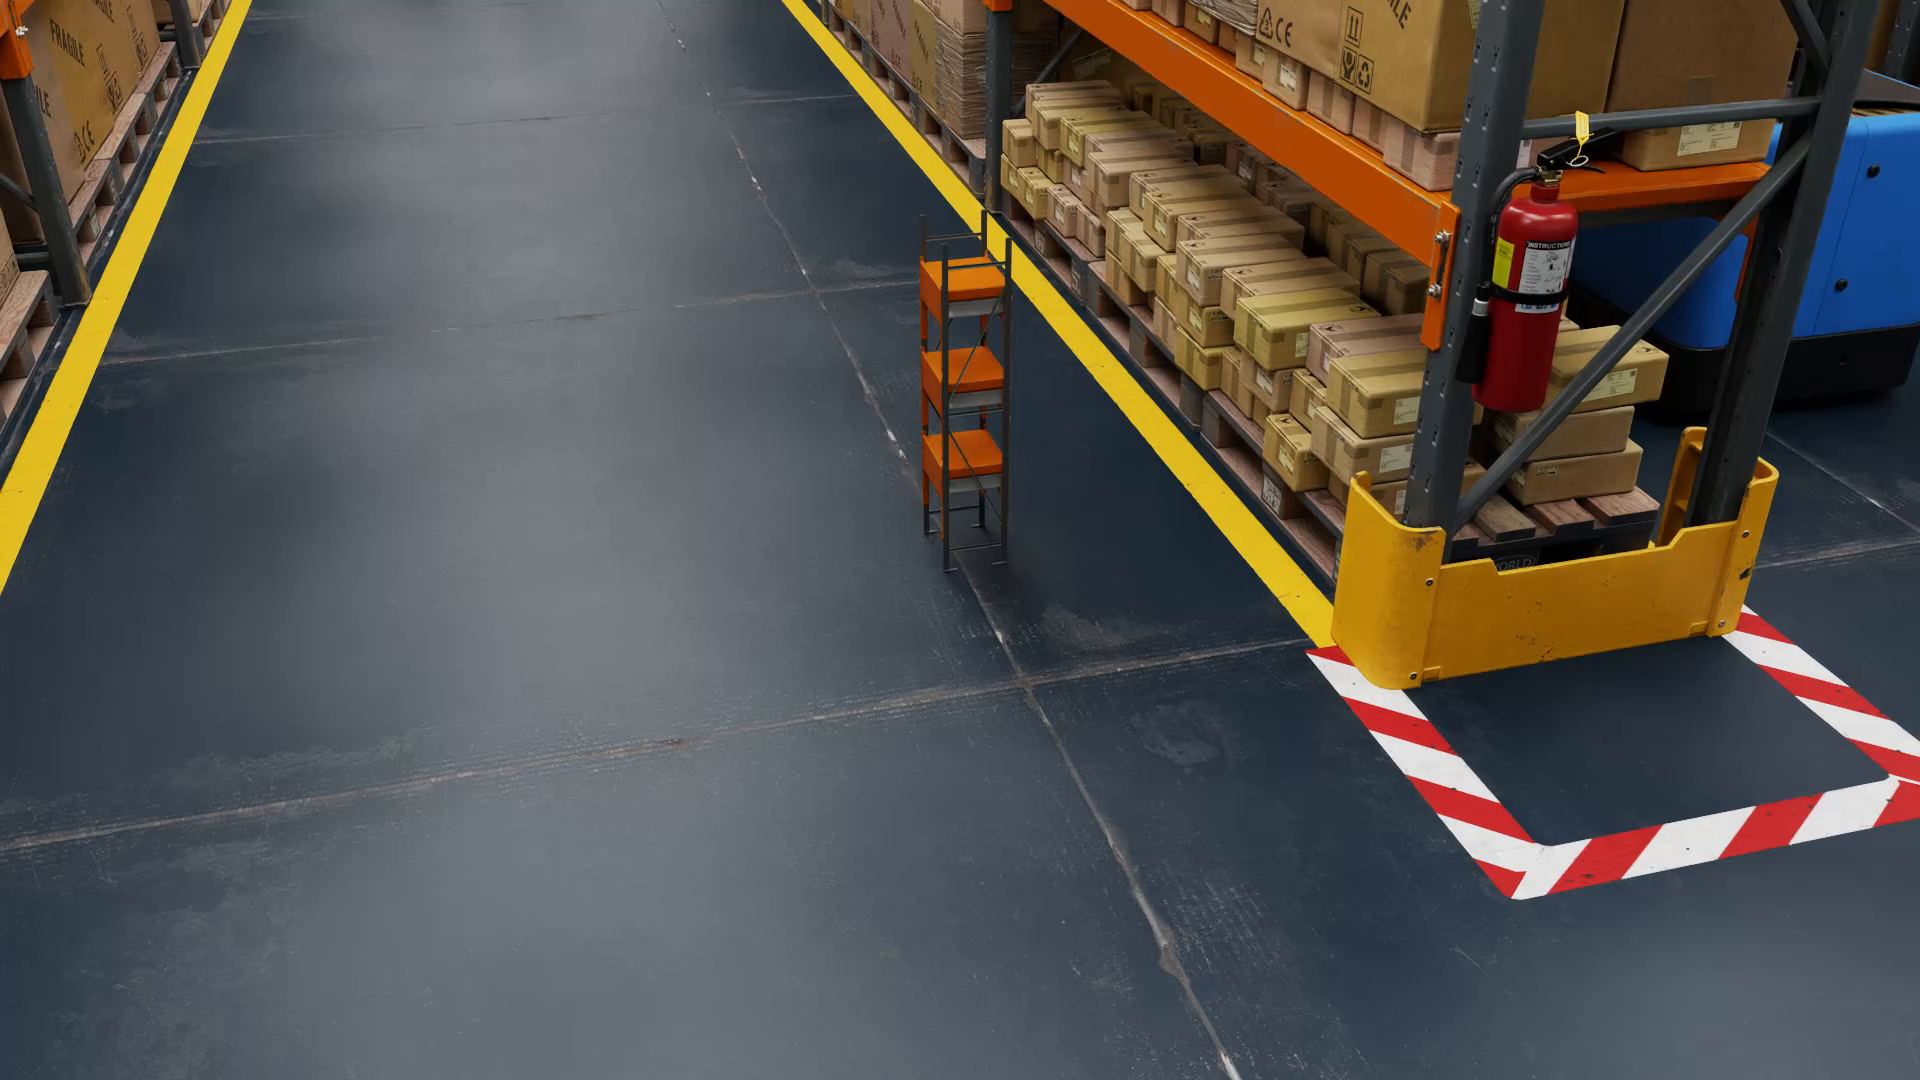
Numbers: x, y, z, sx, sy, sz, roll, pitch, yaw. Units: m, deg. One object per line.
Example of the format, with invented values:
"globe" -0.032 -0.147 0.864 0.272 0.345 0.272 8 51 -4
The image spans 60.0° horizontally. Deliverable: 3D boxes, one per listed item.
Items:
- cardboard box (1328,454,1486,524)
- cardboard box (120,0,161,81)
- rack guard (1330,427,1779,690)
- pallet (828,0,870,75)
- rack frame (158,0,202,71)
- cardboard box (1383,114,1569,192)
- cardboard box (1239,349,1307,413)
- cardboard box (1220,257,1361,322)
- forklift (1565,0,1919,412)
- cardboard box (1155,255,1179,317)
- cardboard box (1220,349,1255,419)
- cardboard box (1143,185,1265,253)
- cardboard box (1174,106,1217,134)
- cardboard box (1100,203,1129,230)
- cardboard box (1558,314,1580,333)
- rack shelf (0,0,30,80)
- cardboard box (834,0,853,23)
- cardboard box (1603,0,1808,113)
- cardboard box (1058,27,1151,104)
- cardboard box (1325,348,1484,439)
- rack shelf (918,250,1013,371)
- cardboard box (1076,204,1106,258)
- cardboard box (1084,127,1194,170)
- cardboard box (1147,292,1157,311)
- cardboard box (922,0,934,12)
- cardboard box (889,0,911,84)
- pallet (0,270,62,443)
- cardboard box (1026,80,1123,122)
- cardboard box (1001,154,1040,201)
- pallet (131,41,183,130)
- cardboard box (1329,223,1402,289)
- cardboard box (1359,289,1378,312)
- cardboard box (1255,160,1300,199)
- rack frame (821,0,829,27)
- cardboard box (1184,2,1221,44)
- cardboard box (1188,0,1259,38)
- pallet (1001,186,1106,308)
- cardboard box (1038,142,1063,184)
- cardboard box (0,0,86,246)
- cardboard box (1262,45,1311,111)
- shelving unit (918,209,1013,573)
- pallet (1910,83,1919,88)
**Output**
"cardboard box" 1.338 -0.179 4.991 0.380 0.149 0.250 -7 31 -12
"cardboard box" -5.087 -3.079 9.277 0.875 0.875 0.875 -8 31 -14
"rack guard" 1.659 0.041 4.681 1.175 0.500 0.348 -8 31 -13
"pallet" -0.238 -3.284 10.713 1.003 0.211 1.213 -8 31 -13
"rack frame" -5.190 -4.161 9.445 1.000 3.000 0.127 -8 31 -13
"cardboard box" 1.320 -1.016 4.261 0.380 0.149 0.250 -8 31 -13
"cardboard box" 1.124 -0.549 5.333 0.380 0.149 0.250 -9 31 -15
"cardboard box" 1.084 -0.802 5.475 0.380 0.149 0.250 -9 31 -15
"forklift" 2.629 -2.447 6.551 1.130 2.935 3.031 -7 31 -13
"cardboard box" 0.924 -0.923 5.981 0.380 0.149 0.250 -6 31 -11
"cardboard box" 1.107 -0.546 5.626 0.380 0.149 0.250 -8 31 -13
"cardboard box" 0.899 -1.190 6.144 0.380 0.149 0.250 -8 31 -13
"cardboard box" 1.142 -1.767 7.141 0.380 0.149 0.250 -8 31 -14
"cardboard box" 0.777 -1.305 6.641 0.380 0.149 0.250 -6 31 -11
"cardboard box" 1.678 -0.625 5.169 0.380 0.149 0.250 -7 31 -12
"rack shelf" -3.597 -0.952 4.619 1.077 0.370 4.000 -8 31 -13
"cardboard box" -0.502 -3.593 10.539 0.500 0.500 0.500 -9 31 -15
"cardboard box" 1.826 -1.430 4.329 0.500 0.500 0.500 -6 31 -11
"cardboard box" 0.677 -2.428 8.527 0.500 0.500 0.500 -7 31 -11
"cardboard box" 1.294 -0.432 4.834 0.380 0.149 0.250 -7 31 -13
"rack shelf" 0.014 -0.665 4.806 0.215 0.259 0.240 -8 31 -13
"cardboard box" 0.707 -1.308 6.942 0.380 0.149 0.250 -8 31 -14
"cardboard box" 0.731 -1.568 6.798 0.380 0.149 0.250 -9 31 -15
"cardboard box" 0.931 -0.928 6.285 0.380 0.149 0.250 -7 31 -12
"cardboard box" 0.052 -2.937 8.657 0.500 0.250 0.500 -6 31 -11
"cardboard box" -0.090 -2.856 9.267 0.500 0.500 0.500 -9 31 -14
"pallet" -4.002 -0.645 6.153 1.003 0.211 1.213 -8 31 -13
"cardboard box" 0.509 -1.948 7.454 0.380 0.149 0.250 -7 31 -11
"cardboard box" 0.404 -1.666 7.560 0.380 0.149 0.250 -9 31 -15
"pallet" -5.053 -2.564 9.468 1.003 0.211 1.213 -8 31 -13
"cardboard box" 1.525 -1.008 5.830 0.380 0.149 0.250 -7 31 -11
"cardboard box" 1.494 -0.868 5.886 0.380 0.149 0.250 -9 31 -16
"cardboard box" 1.380 -1.384 6.480 0.380 0.149 0.250 -9 31 -15
"rack frame" -0.444 -4.868 10.666 1.000 3.000 0.127 -8 31 -13
"cardboard box" 0.977 -1.775 5.574 0.380 0.149 0.250 -7 31 -12
"cardboard box" 1.036 -1.852 5.059 0.500 0.500 0.500 -8 31 -13
"pallet" 0.830 -1.410 7.475 1.003 0.211 1.213 -8 31 -13
"cardboard box" 0.559 -1.685 7.297 0.380 0.149 0.250 -8 31 -13
"cardboard box" -4.370 -1.780 7.033 0.875 0.875 0.875 -7 31 -12
"cardboard box" 1.119 -1.380 4.890 0.380 0.149 0.250 -7 31 -12
"shelving unit" 0.014 -0.429 4.942 0.215 1.050 0.252 -8 31 -13
"pallet" 5.149 -2.703 9.709 1.003 0.211 1.213 -8 31 -13
